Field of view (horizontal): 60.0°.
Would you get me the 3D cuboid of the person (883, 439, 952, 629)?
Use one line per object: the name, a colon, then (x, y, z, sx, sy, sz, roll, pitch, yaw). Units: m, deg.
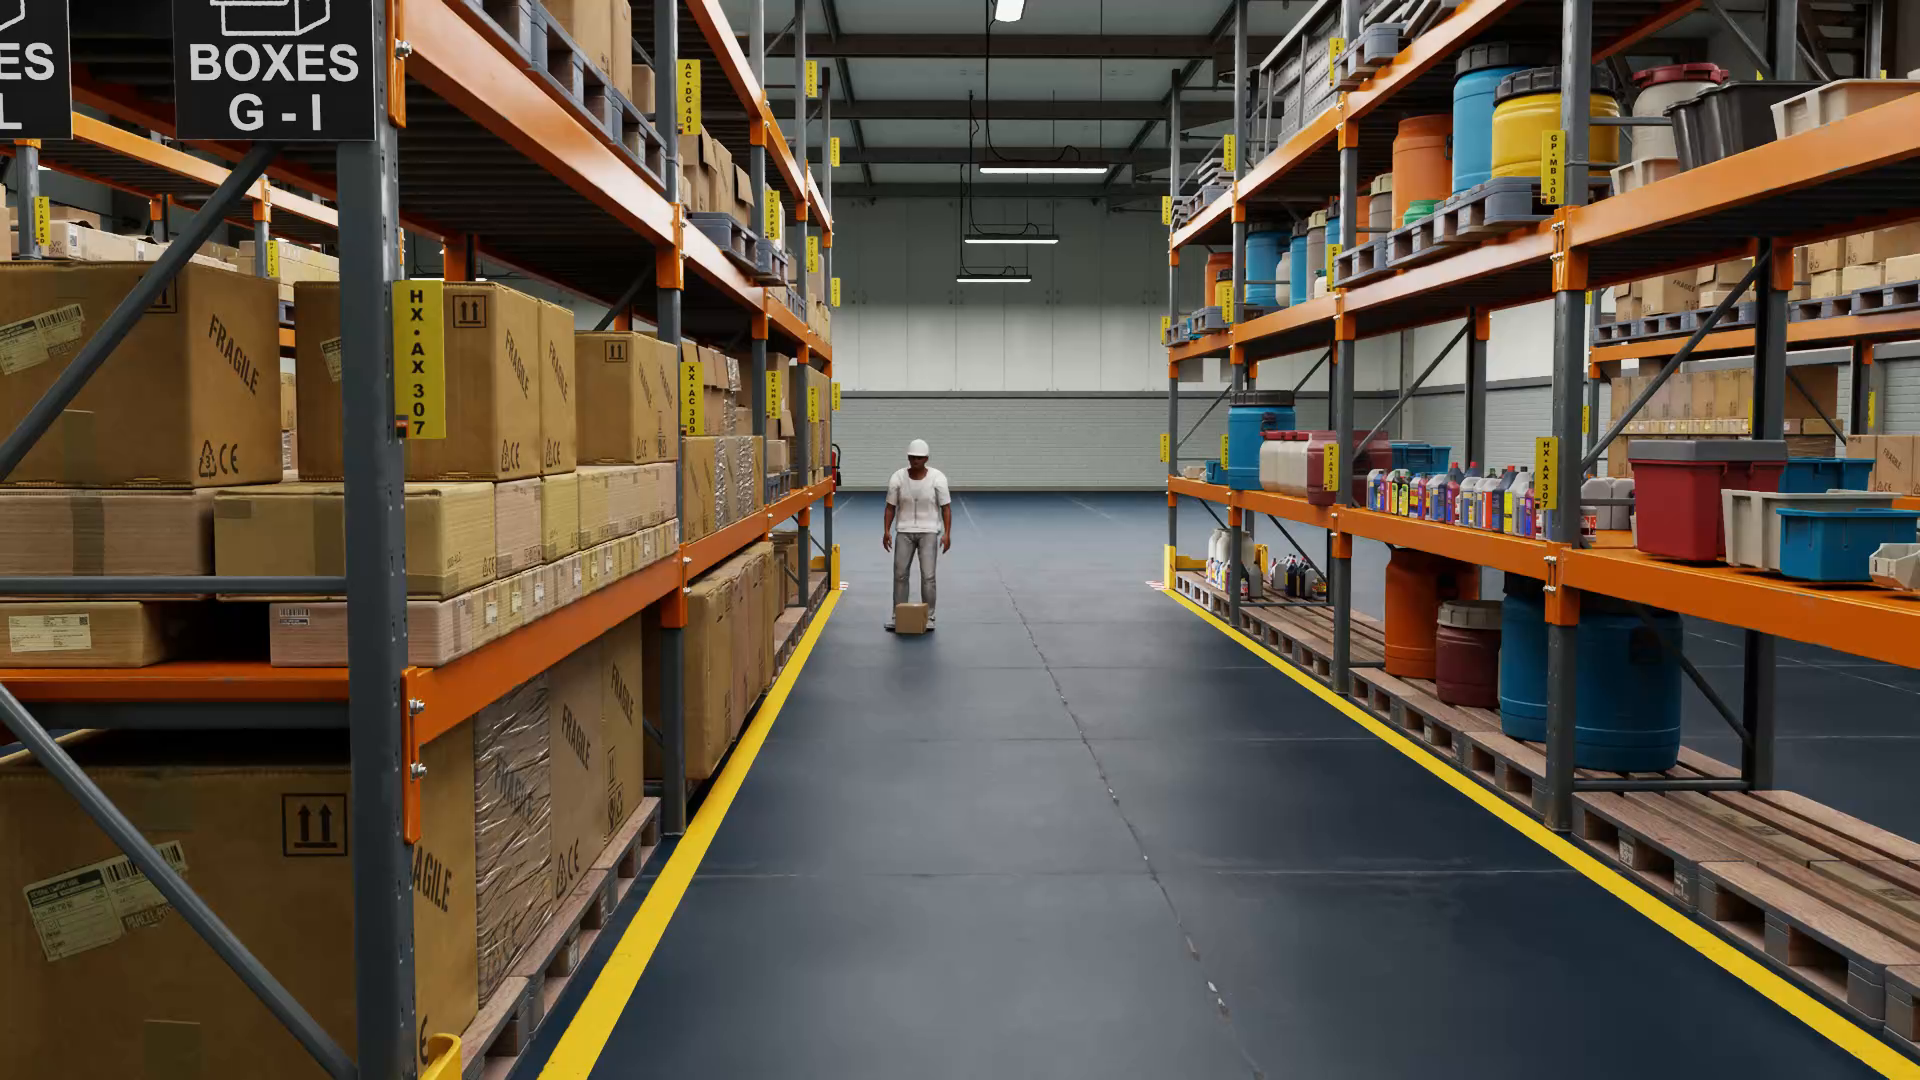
person: (-0.398, -0.051, 15.388, 0.635, 1.760, 0.455, 1, 4, 9)
